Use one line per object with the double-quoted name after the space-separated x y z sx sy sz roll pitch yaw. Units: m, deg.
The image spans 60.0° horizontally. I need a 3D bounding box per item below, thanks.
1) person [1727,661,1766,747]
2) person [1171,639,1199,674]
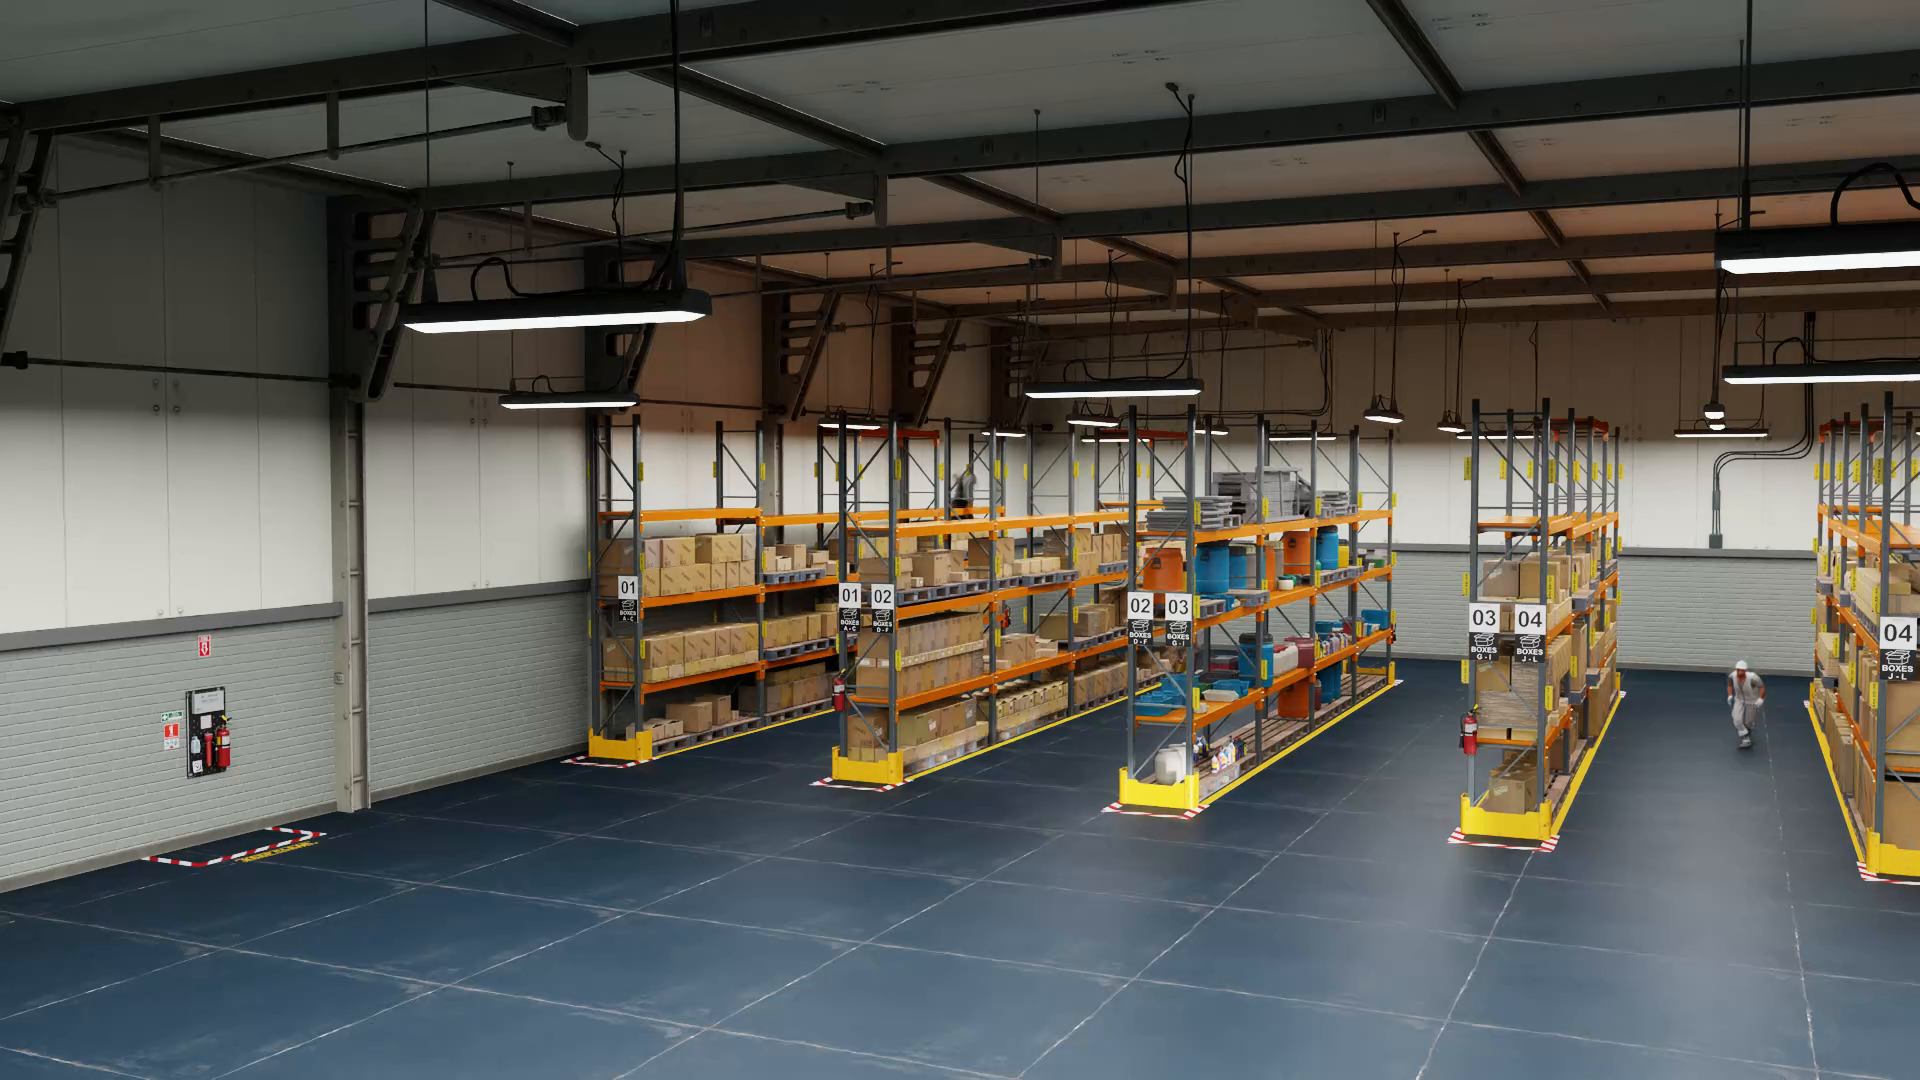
14.269 2.964 30.163 0.664 1.601 0.982 2 3 38 "person"
5.044 2.690 36.735 0.707 1.622 1.105 1 3 28 "person"
